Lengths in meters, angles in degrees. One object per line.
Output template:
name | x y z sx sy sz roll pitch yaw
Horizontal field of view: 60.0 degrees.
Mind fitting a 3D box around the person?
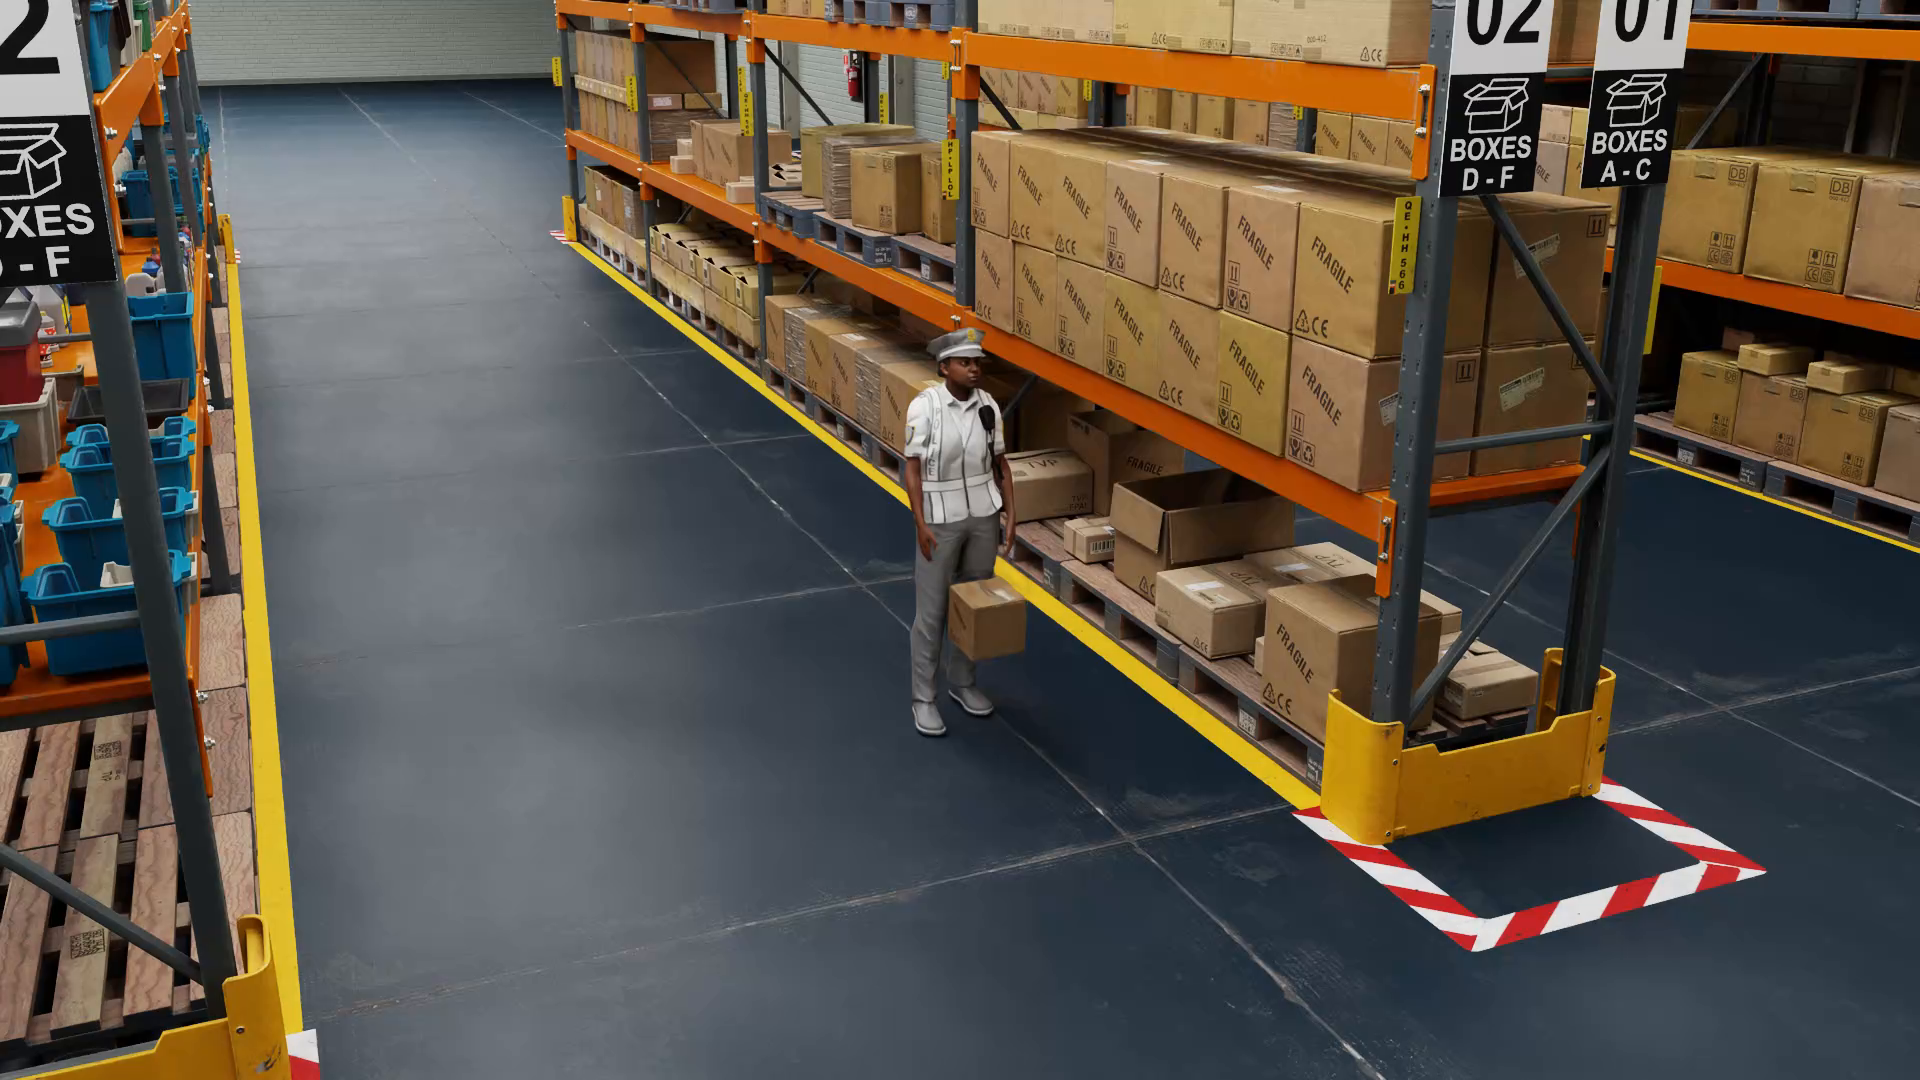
person | 0.000 -0.059 7.158 0.547 1.695 0.528 -8 21 -22
